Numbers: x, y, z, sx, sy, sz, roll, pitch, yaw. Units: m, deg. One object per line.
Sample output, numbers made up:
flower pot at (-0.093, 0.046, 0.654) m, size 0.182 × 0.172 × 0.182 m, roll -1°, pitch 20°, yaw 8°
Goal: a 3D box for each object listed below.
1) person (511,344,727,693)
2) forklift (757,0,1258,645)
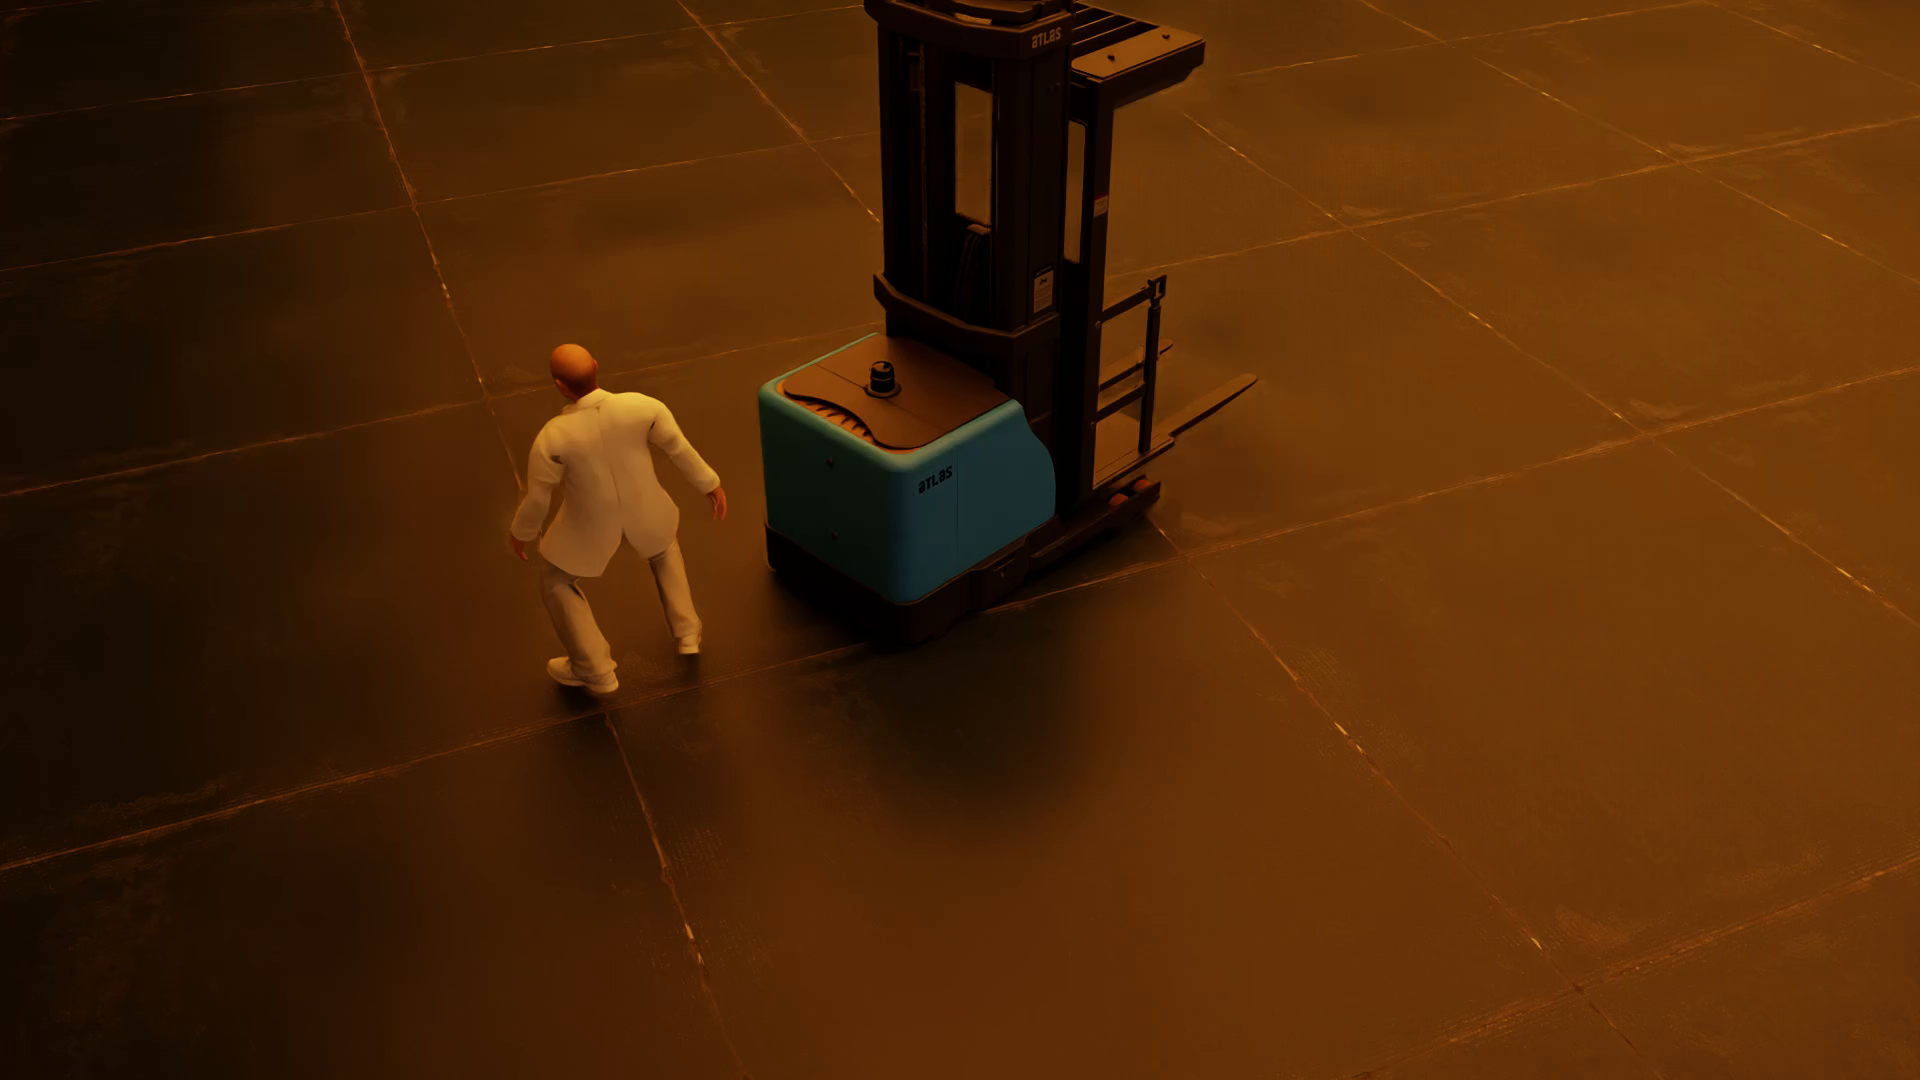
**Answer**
person at (-1.508, -0.148, 7.334) m, size 0.942 × 1.658 × 0.572 m, roll -15°, pitch 38°, yaw -20°
forklift at (0.420, -1.456, 8.146) m, size 1.130 × 2.935 × 3.031 m, roll 29°, pitch 45°, yaw 35°
